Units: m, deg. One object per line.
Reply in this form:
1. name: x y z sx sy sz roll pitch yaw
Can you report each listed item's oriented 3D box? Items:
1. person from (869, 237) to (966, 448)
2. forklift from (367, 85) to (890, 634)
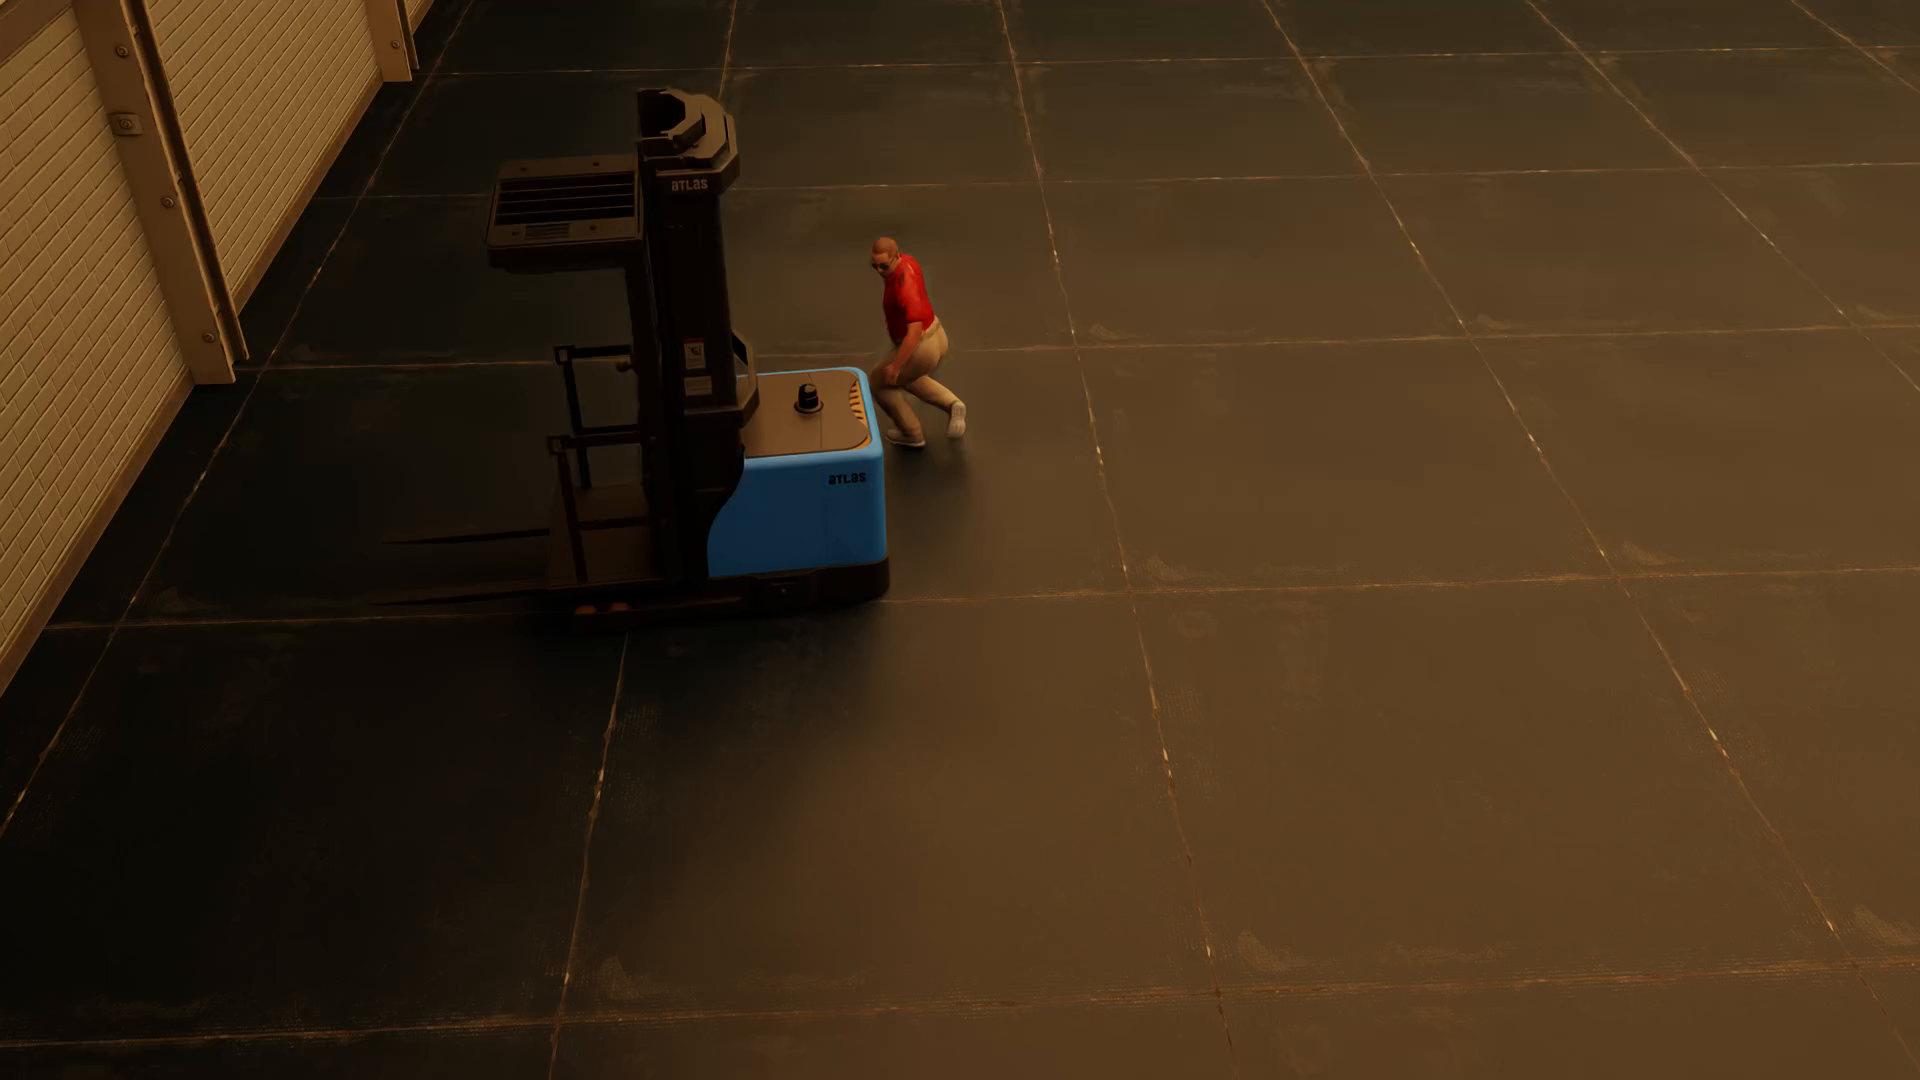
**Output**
1. person: -0.284 -1.317 11.047 0.648 1.528 0.831 10 37 13
2. forklift: -1.985 -0.971 9.343 3.031 2.935 1.130 -5 36 -7
